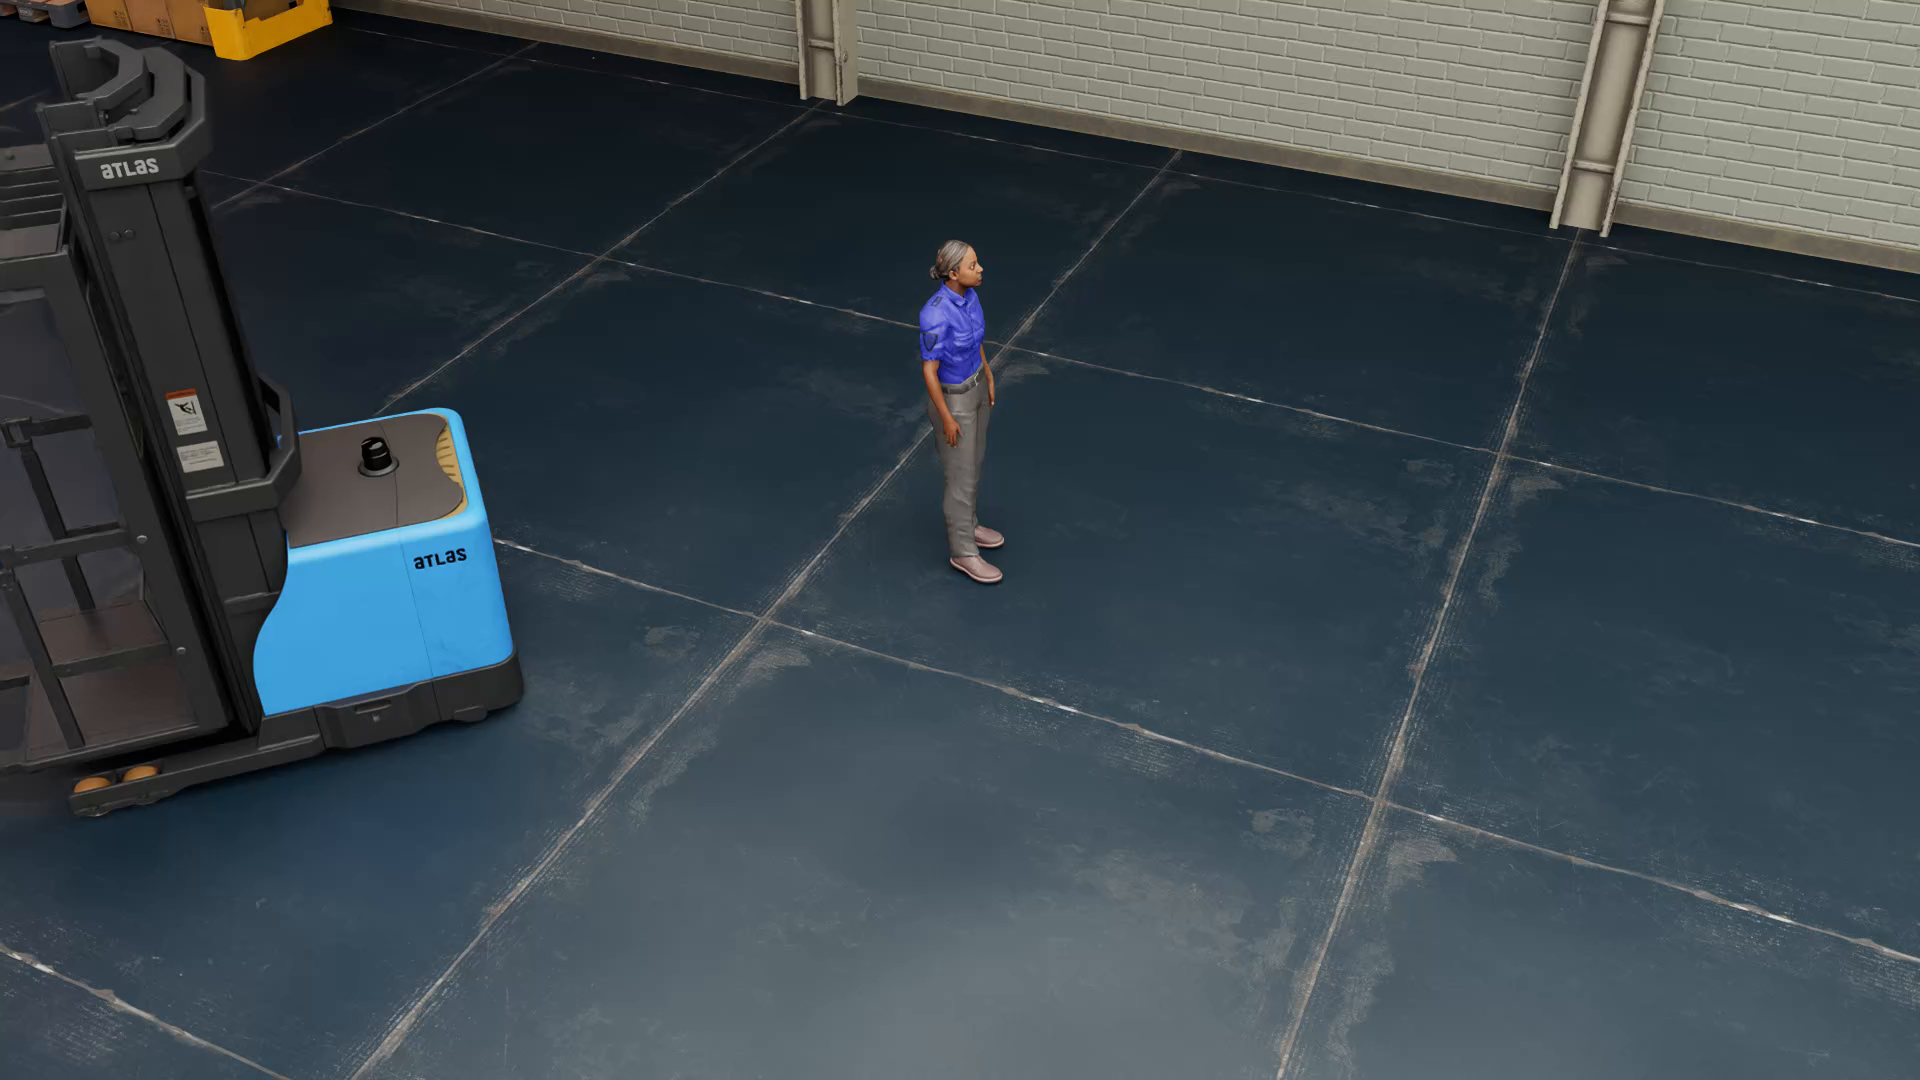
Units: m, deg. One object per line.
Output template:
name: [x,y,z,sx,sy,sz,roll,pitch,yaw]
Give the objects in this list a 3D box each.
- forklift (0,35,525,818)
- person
forklift: [-3.543,-0.380,6.619,3.031,2.935,1.130,-12,37,-17]
person: [0.071,-0.648,8.082,0.504,1.654,0.570,15,38,20]
